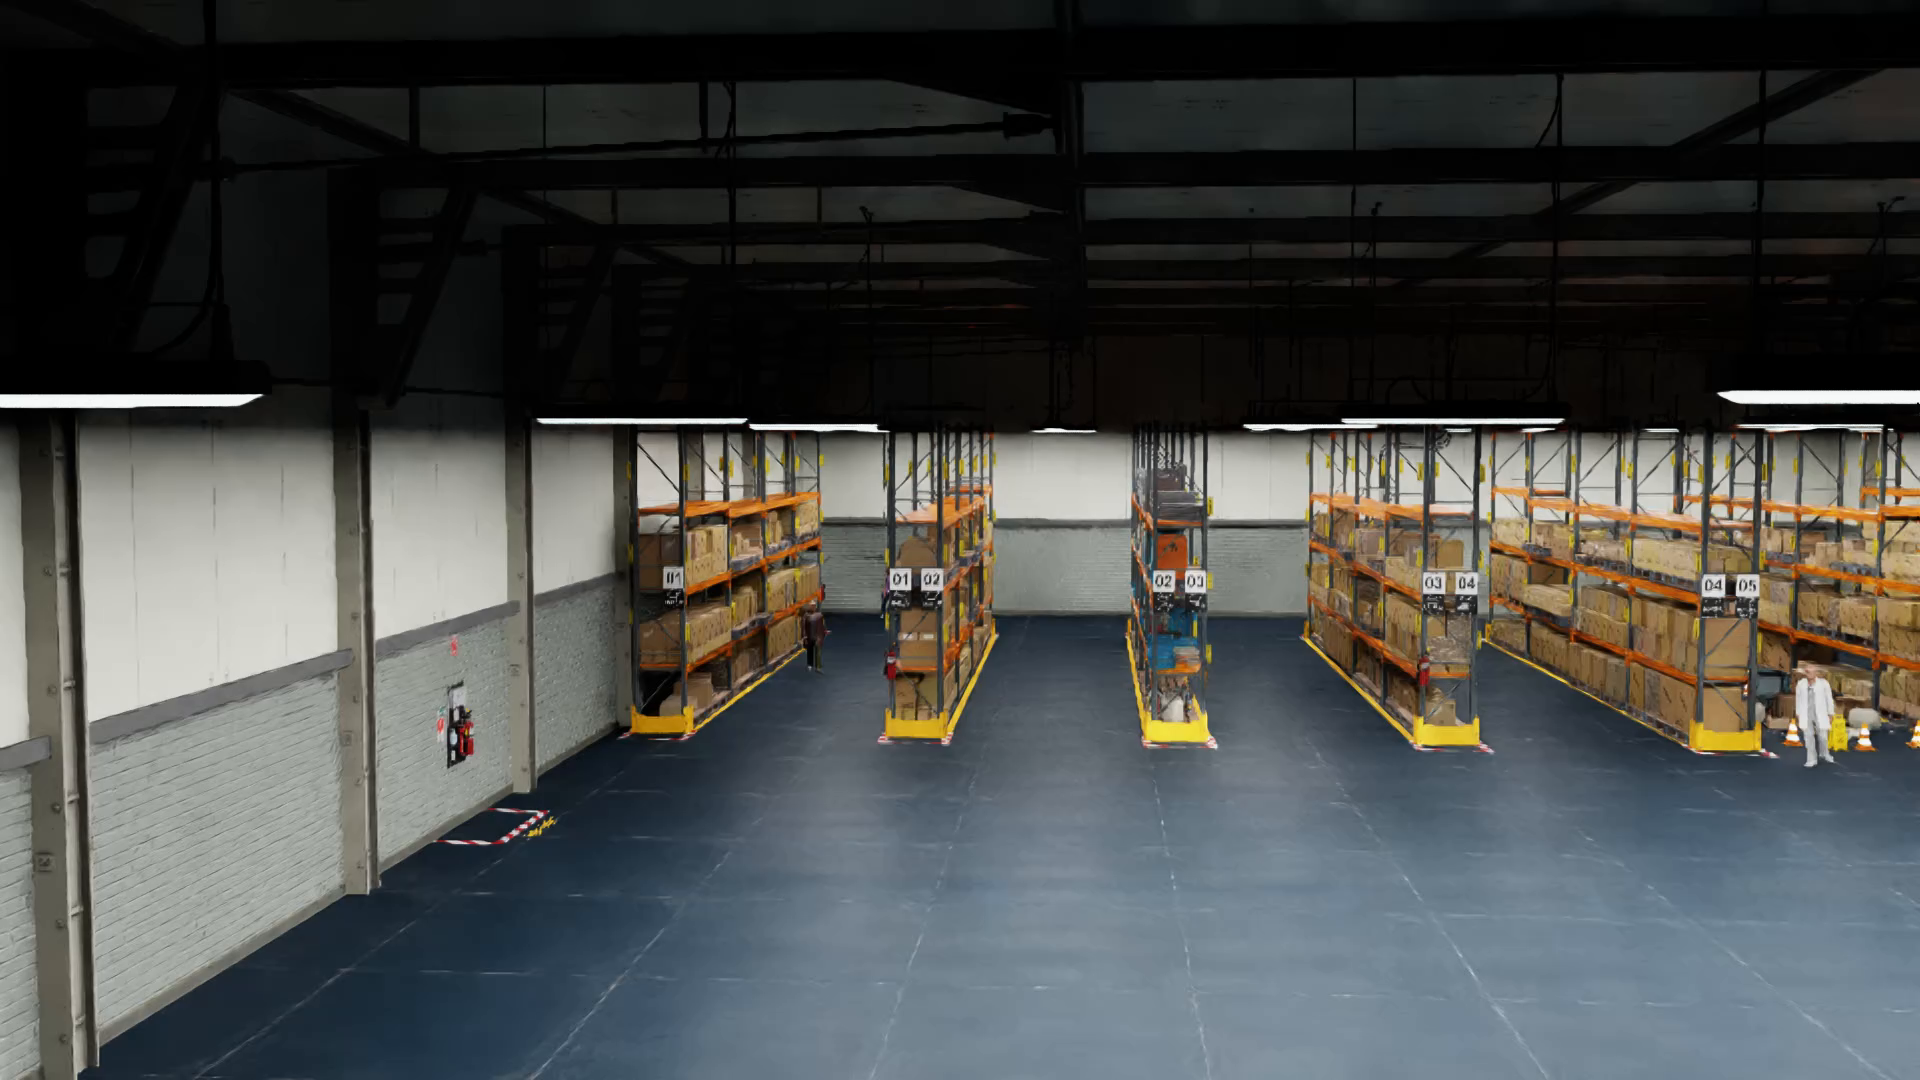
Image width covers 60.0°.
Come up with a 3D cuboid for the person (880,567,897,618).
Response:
[{"bbox_3d":[-2.254,1.651,51.902,0.458,1.601,0.493,-3,5,-43],"label":"person"}]

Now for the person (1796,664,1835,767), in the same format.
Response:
[{"bbox_3d":[14.796,3.021,28.763,0.619,1.769,0.574,3,5,40],"label":"person"}]

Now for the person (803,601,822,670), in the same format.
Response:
[{"bbox_3d":[-3.551,2.288,40.056,0.543,1.664,0.919,0,4,-3],"label":"person"}]

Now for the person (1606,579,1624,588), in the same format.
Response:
[{"bbox_3d":[19.730,1.682,50.051,0.579,1.760,0.566,3,5,41],"label":"person"}]
